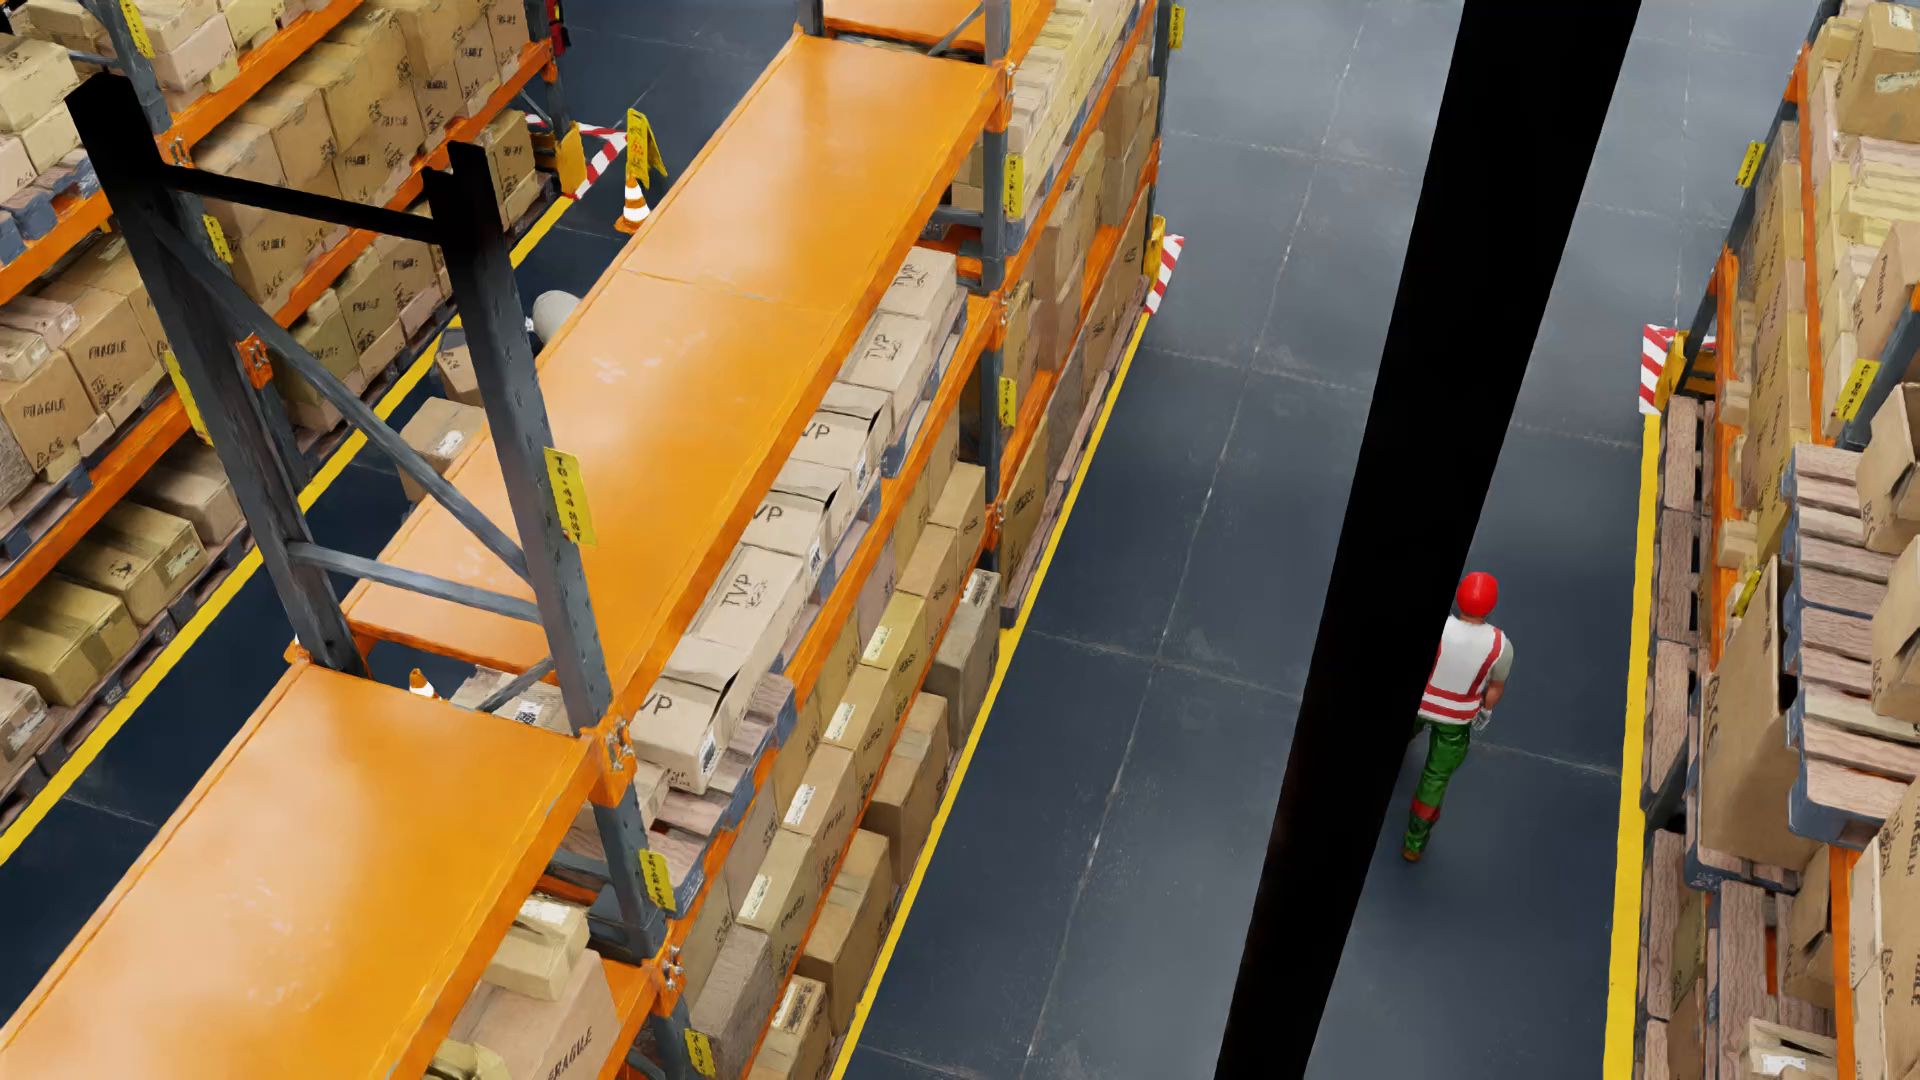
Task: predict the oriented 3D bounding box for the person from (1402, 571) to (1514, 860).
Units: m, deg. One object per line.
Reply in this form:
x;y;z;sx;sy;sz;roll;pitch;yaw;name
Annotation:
2.664;0.832;9.108;0.553;1.709;1.123;15;48;14;person
